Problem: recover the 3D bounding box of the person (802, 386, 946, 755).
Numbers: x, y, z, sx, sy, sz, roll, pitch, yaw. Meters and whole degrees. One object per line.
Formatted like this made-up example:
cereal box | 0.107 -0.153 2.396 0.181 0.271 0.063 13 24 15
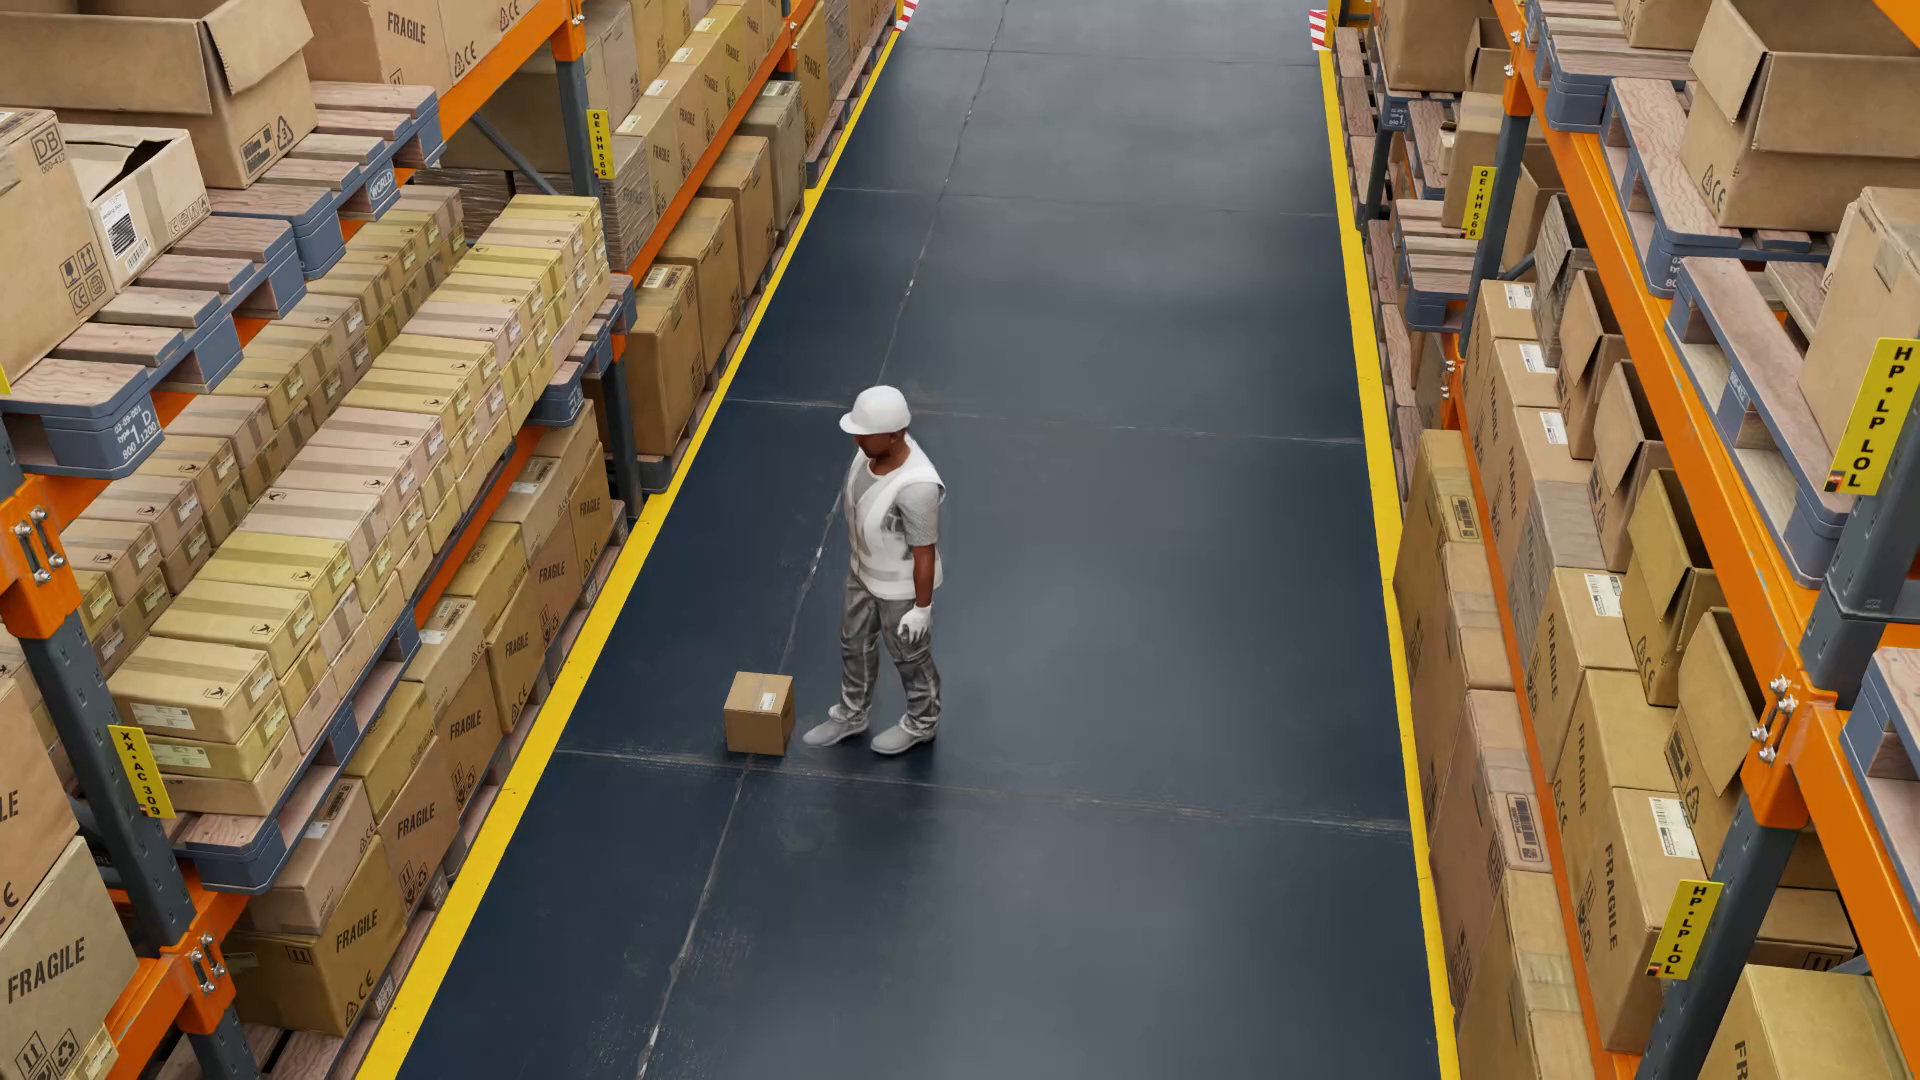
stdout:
person | -0.361 0.188 6.766 0.566 1.808 0.586 -17 39 -22
